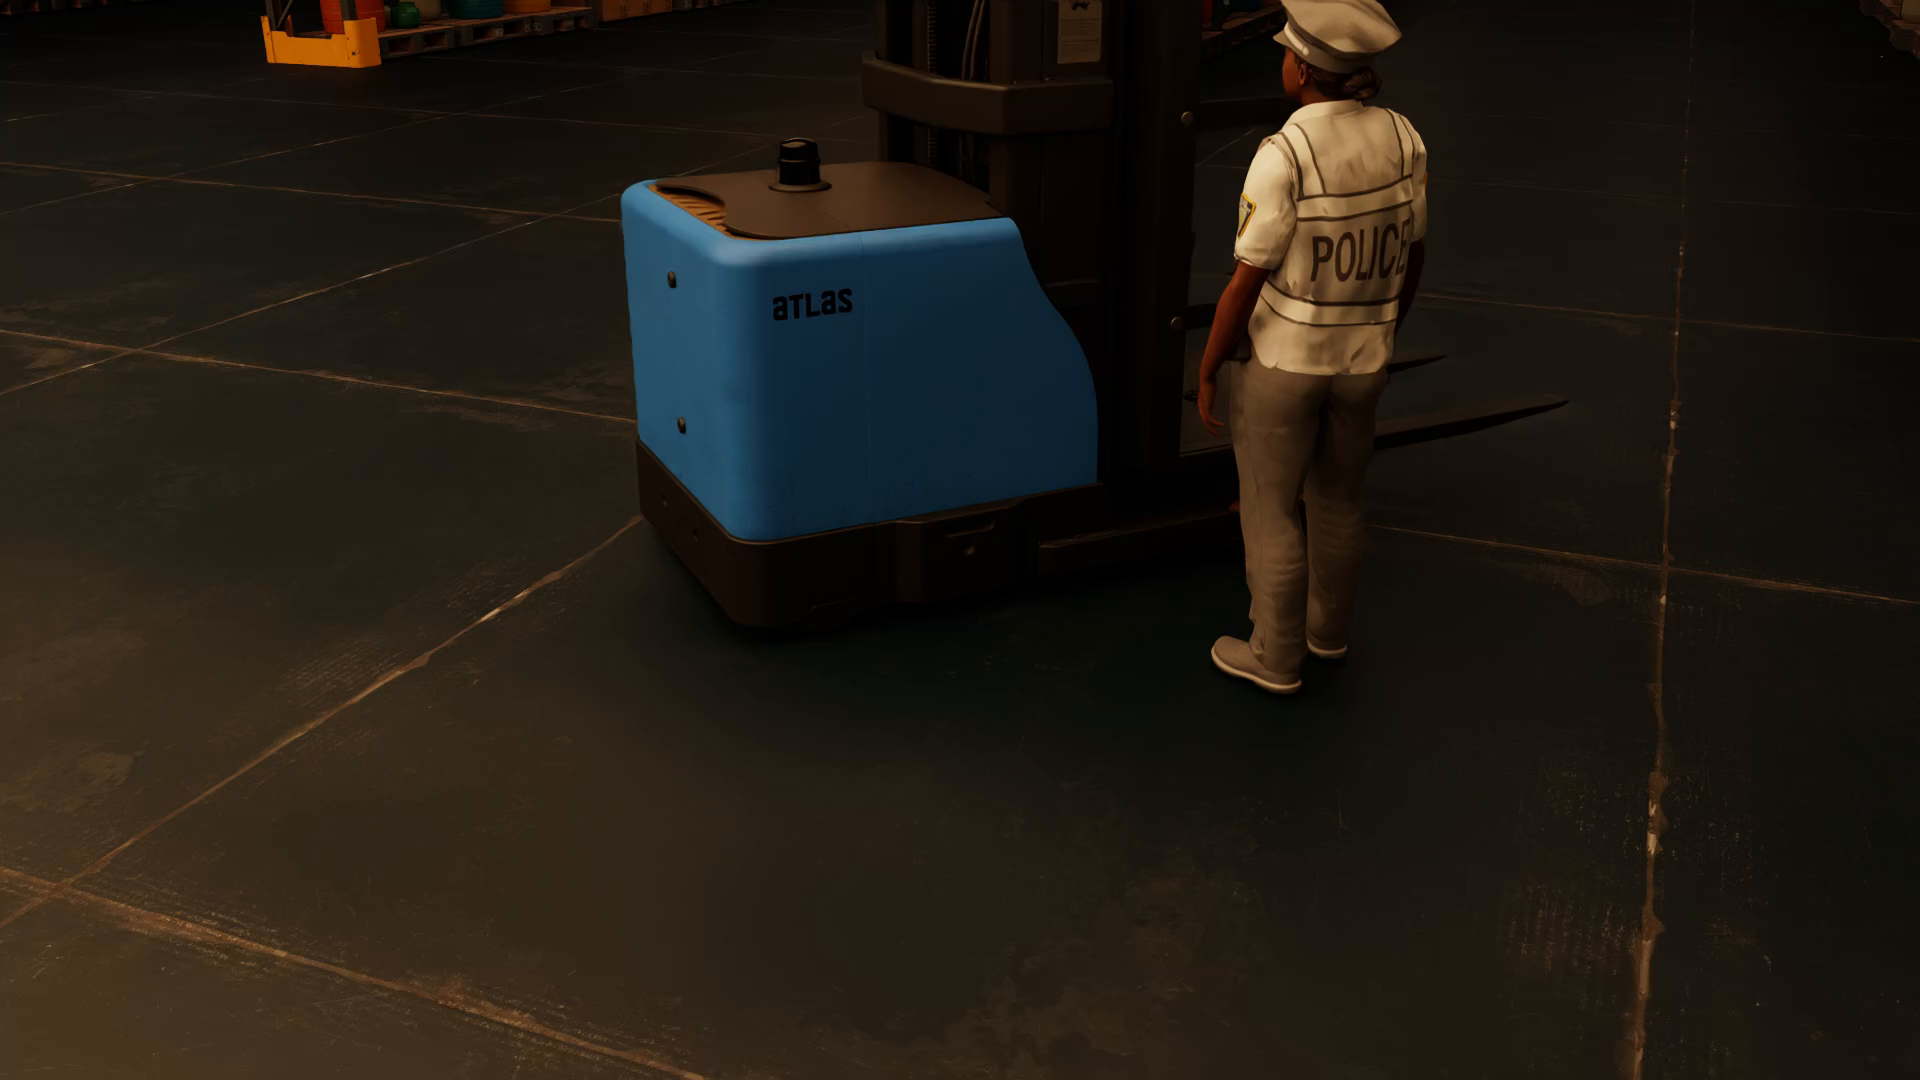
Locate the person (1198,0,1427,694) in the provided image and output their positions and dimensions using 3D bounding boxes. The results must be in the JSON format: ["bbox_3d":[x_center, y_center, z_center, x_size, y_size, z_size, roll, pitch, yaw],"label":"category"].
[{"bbox_3d":[0.794,-0.441,3.928,0.570,1.695,0.528,-10,25,-22],"label":"person"}]

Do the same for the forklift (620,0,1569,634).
[{"bbox_3d":[0.566,-1.480,4.833,3.031,2.935,1.130,-11,25,-24],"label":"forklift"}]
